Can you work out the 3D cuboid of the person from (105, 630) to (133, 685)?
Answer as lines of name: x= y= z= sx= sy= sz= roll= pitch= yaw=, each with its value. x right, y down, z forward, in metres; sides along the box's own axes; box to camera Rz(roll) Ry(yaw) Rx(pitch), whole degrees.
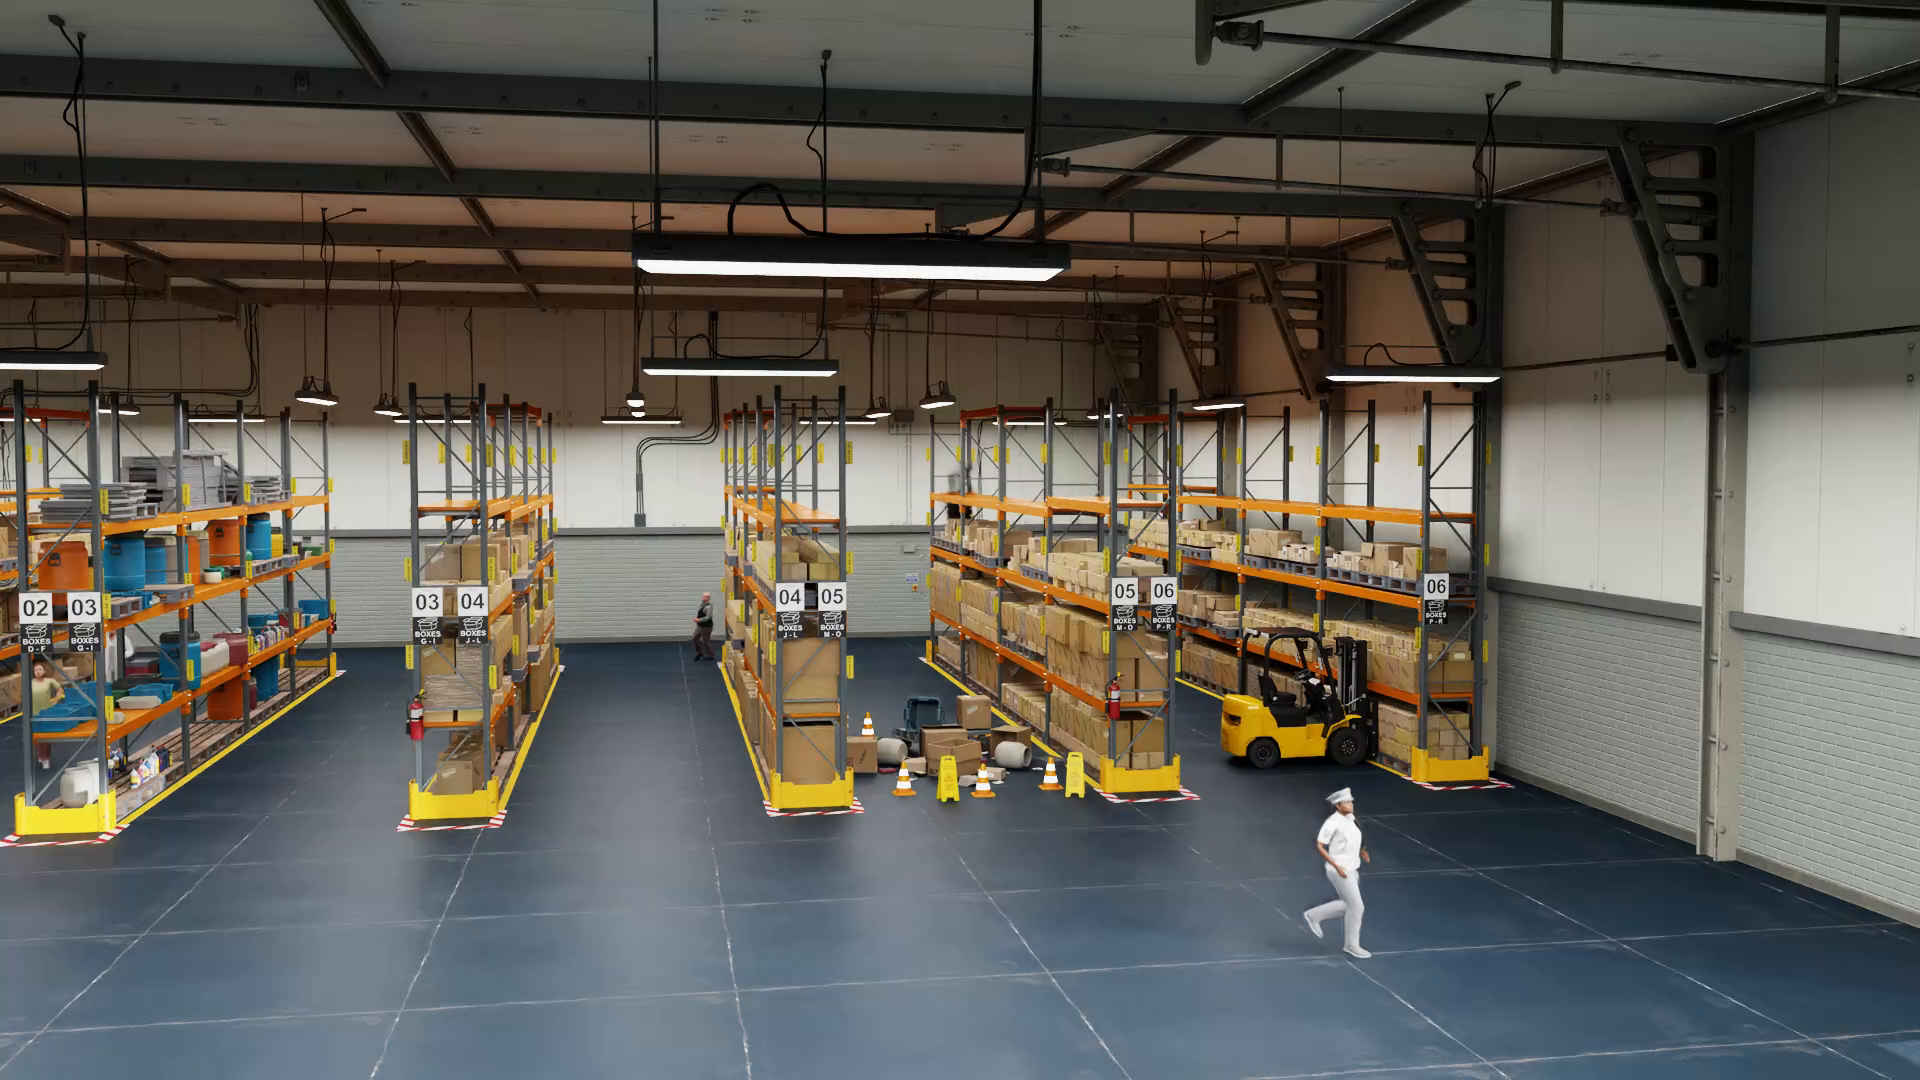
person: x=-16.451 y=2.491 z=32.319 sx=0.710 sy=1.780 sz=0.969 roll=-1 pitch=3 yaw=-18

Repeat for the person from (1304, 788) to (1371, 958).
person: x=3.824 y=3.322 z=16.780 sx=0.707 sy=1.696 sz=0.576 roll=2 pitch=4 yaw=36

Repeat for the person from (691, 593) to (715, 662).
person: x=-6.187 y=2.128 z=40.271 sx=0.664 sy=1.727 sz=0.660 roll=-2 pitch=4 yaw=-36

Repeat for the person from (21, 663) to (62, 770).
person: x=-14.735 y=2.819 z=26.663 sx=0.558 sy=1.708 sz=0.669 roll=-1 pitch=3 yaw=-19
